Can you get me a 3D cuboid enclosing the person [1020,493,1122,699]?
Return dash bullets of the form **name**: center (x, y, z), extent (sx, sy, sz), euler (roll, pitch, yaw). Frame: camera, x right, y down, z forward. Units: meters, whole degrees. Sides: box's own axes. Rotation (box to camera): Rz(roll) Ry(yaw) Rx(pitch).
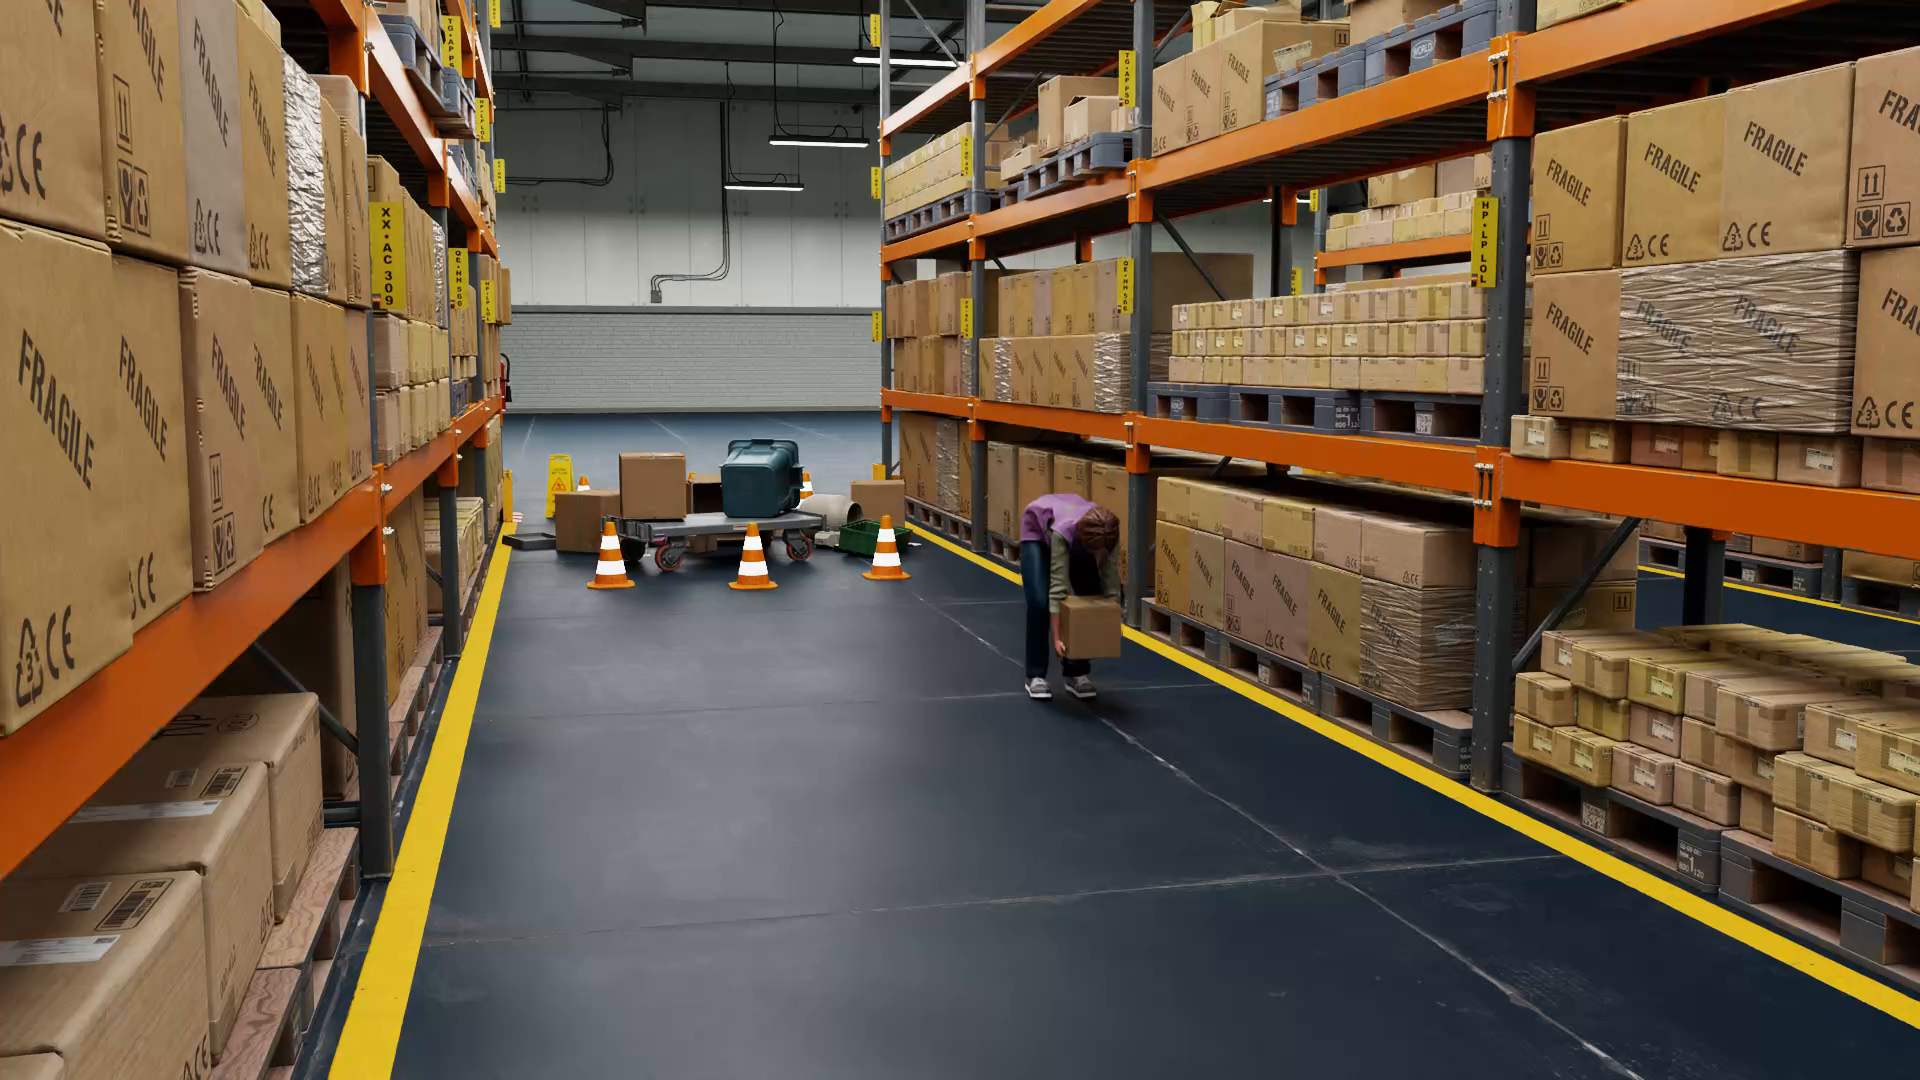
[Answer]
- **person**: center (0.541, 0.290, 7.974), extent (0.391, 1.001, 0.871), euler (-2, 7, -16)
